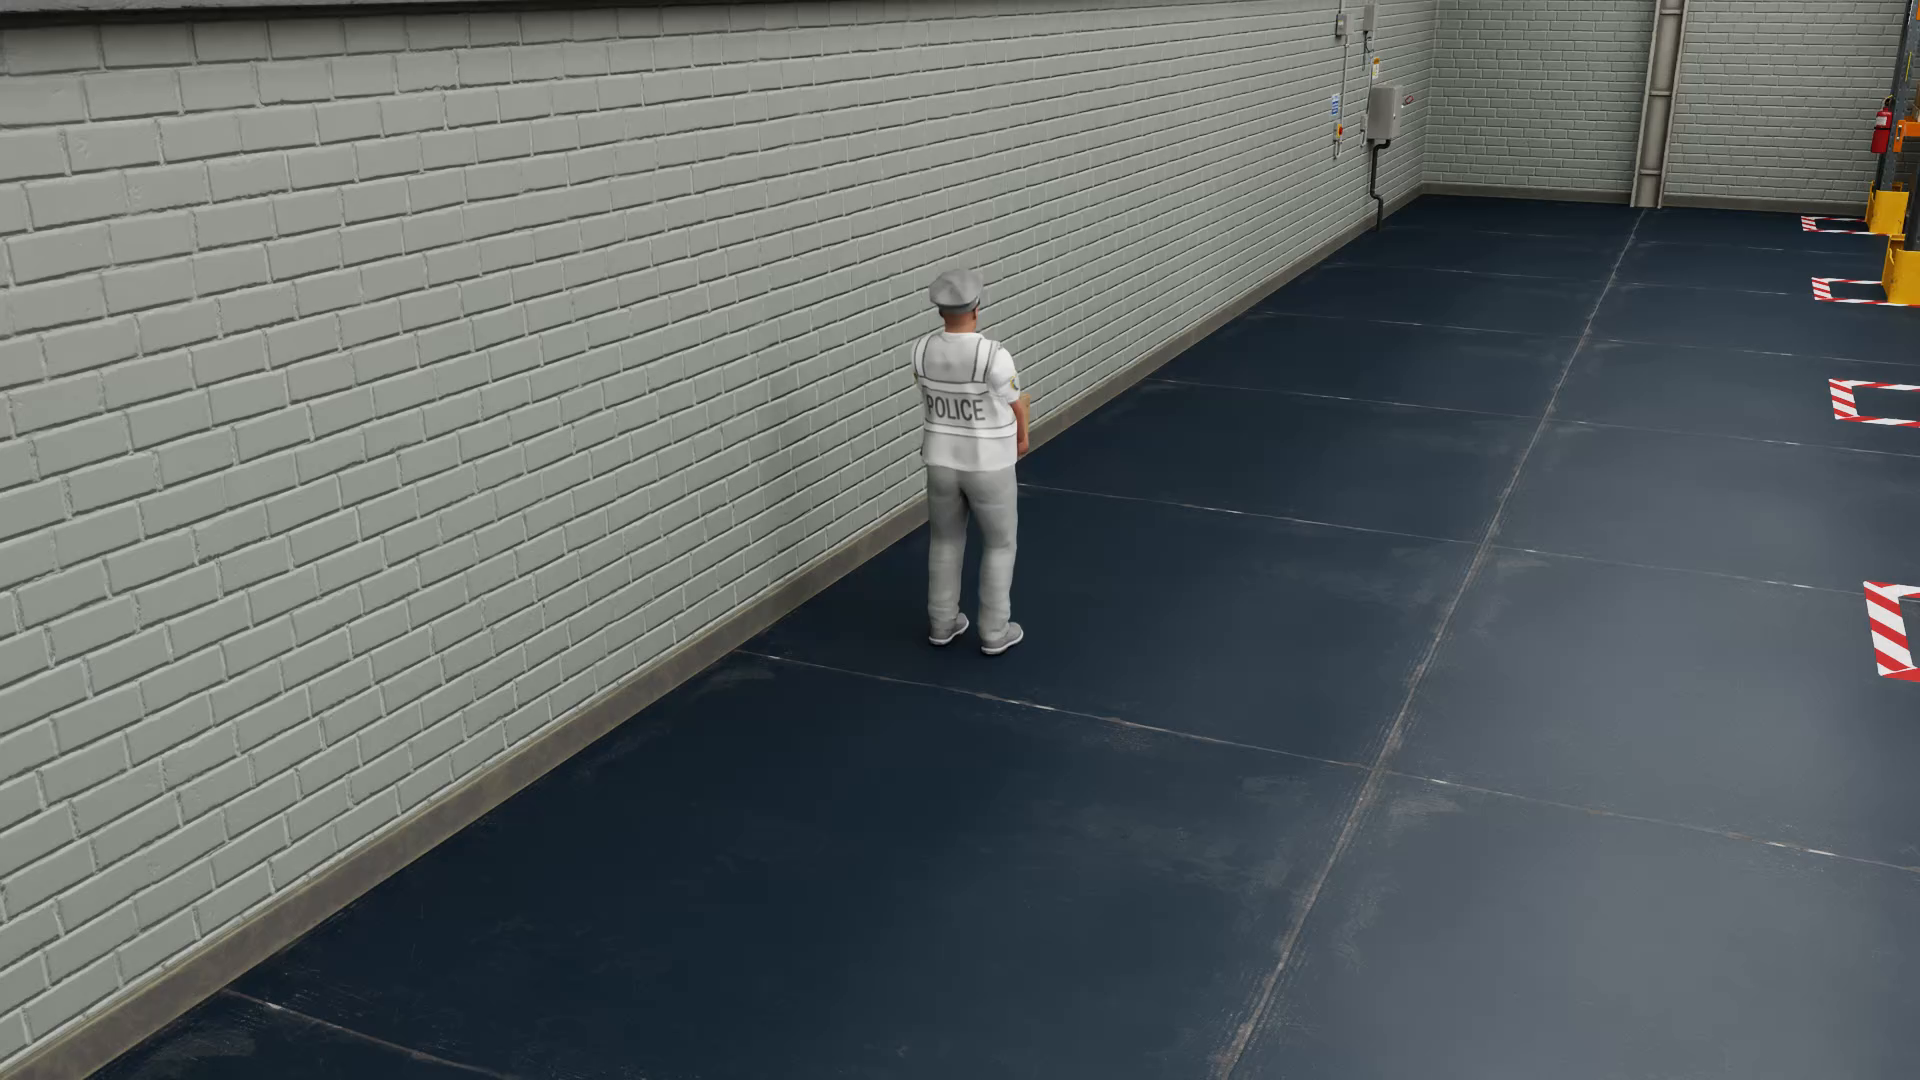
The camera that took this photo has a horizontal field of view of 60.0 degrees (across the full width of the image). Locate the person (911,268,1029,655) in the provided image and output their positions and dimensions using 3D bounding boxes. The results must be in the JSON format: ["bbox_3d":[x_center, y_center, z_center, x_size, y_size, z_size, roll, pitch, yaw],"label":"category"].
[{"bbox_3d":[0.063,-0.375,7.619,0.493,1.768,0.566,8,21,23],"label":"person"}]
